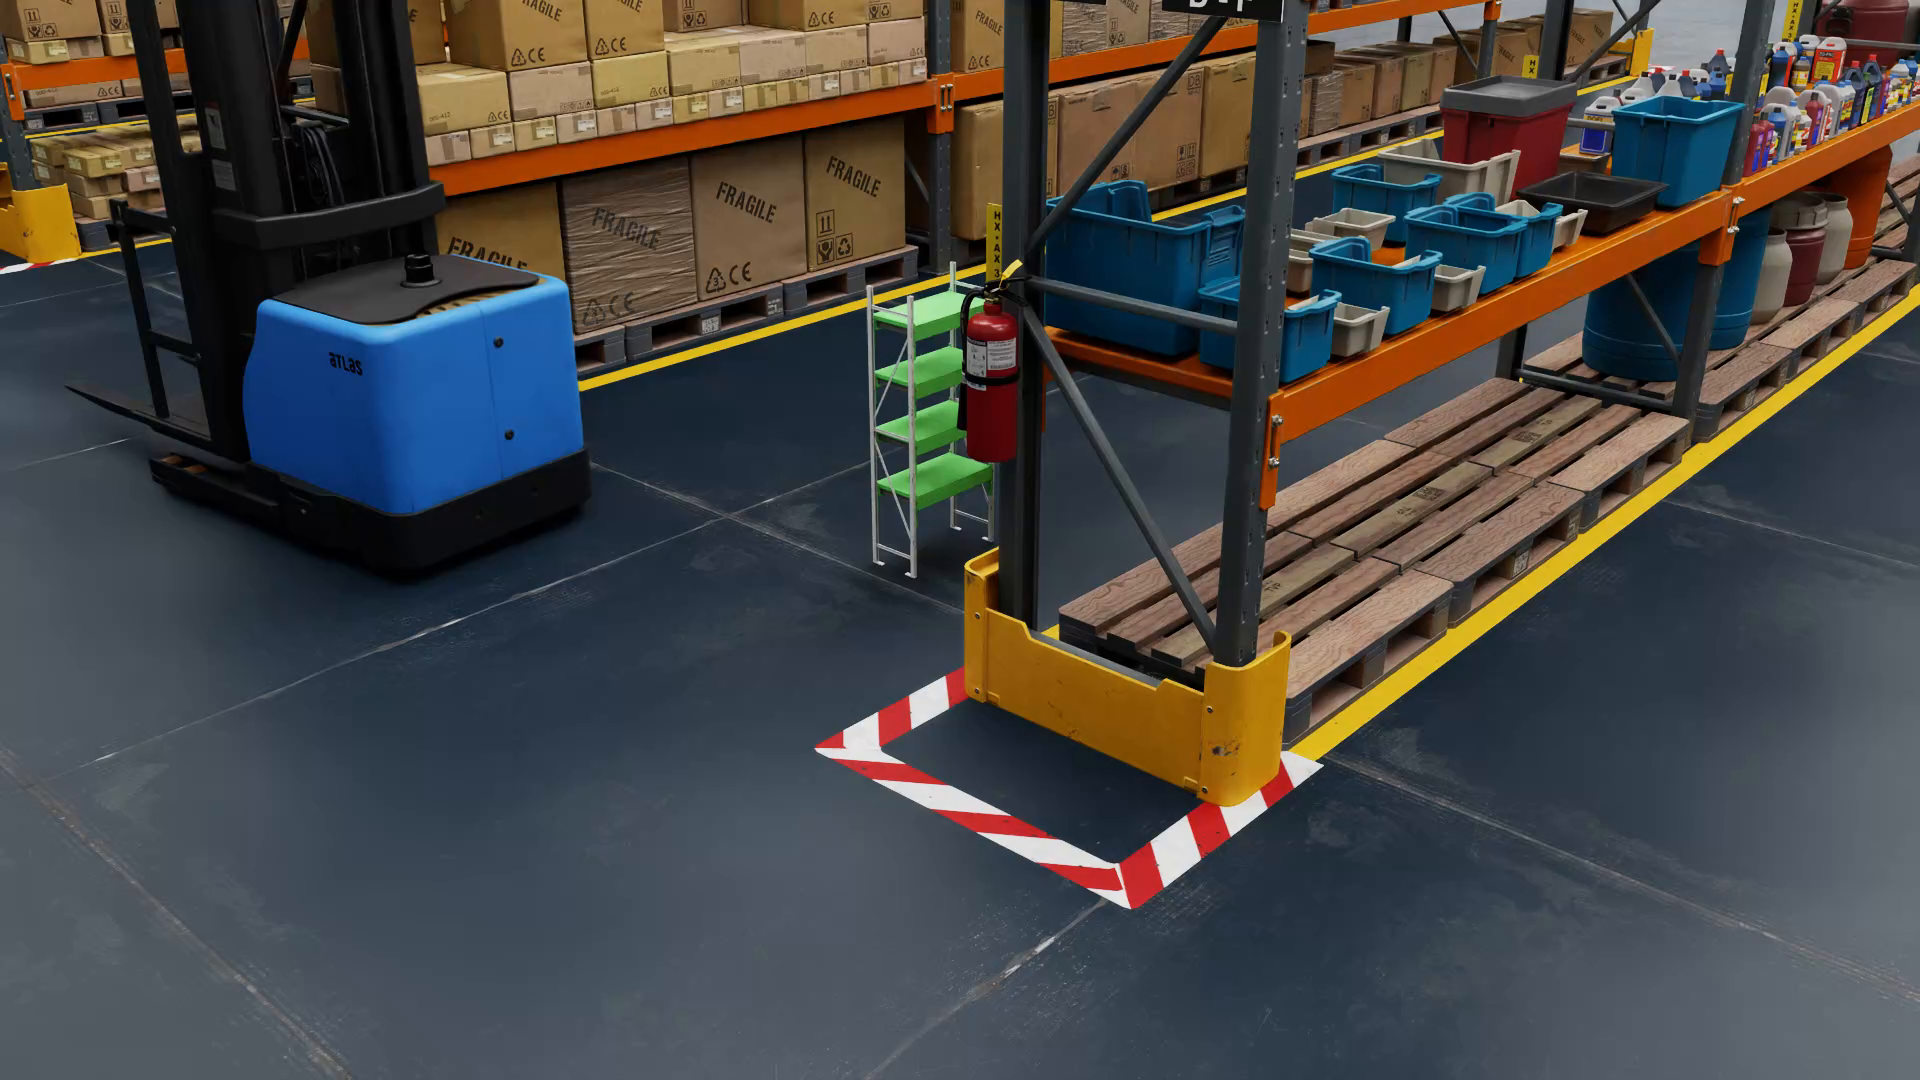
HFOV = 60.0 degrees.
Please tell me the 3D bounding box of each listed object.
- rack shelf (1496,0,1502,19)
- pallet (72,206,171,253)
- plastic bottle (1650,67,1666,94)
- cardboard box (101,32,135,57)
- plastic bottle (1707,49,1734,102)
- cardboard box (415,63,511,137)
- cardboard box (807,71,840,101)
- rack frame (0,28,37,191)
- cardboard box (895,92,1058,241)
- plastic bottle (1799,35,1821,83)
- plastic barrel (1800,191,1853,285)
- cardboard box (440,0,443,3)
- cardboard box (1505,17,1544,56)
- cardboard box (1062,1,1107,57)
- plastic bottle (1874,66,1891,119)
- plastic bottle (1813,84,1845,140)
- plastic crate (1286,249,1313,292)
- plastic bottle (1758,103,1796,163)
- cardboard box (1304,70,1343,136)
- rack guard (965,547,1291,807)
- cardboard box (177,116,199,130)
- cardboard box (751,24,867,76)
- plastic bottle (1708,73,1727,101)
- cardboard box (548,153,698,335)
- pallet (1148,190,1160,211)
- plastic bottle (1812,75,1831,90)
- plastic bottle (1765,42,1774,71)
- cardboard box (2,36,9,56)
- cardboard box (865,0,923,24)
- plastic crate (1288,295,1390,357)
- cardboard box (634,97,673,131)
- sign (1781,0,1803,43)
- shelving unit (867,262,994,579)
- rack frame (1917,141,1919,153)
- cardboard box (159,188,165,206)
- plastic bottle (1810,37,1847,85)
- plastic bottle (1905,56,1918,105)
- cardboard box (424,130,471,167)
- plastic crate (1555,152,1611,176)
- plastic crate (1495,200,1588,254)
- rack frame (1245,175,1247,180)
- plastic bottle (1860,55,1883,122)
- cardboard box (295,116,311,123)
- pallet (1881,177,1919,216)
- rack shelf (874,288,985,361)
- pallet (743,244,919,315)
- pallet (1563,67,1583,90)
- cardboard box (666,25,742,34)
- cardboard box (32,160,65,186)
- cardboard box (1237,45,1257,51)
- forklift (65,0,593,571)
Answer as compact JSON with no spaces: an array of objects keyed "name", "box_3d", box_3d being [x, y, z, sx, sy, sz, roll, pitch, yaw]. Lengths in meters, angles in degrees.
[{"name":"rack shelf","box_3d":[6.201,-6.013,17.873,1.077,0.370,4.000,20,31,38]},{"name":"pallet","box_3d":[-6.149,-2.449,12.455,1.003,0.211,1.213,20,31,38]},{"name":"plastic bottle","box_3d":[3.709,-2.345,8.874,0.144,0.351,0.185,20,31,38]},{"name":"cardboard box","box_3d":[-5.950,-3.511,11.722,0.380,0.149,0.250,19,30,36]},{"name":"plastic bottle","box_3d":[4.321,-2.624,9.497,0.144,0.351,0.185,20,31,38]},{"name":"cardboard box","box_3d":[-2.621,-2.215,8.344,0.500,0.250,0.500,19,30,36]},{"name":"cardboard box","box_3d":[-0.947,-2.762,10.051,0.380,0.149,0.250,21,31,38]},{"name":"rack frame","box_3d":[-6.769,-3.461,11.302,1.000,3.000,0.127,20,31,38]},{"name":"cardboard box","box_3d":[-0.061,-2.717,11.727,1.225,0.875,0.875,20,31,38]},{"name":"plastic bottle","box_3d":[5.356,-3.060,10.561,0.152,0.276,0.135,20,31,38]},{"name":"plastic barrel","box_3d":[5.261,-1.867,10.275,0.421,0.512,0.421,0,24,0]},{"name":"cardboard box","box_3d":[-4.211,-4.636,13.438,0.500,0.500,0.500,20,31,38]},{"name":"cardboard box","box_3d":[6.301,-5.439,18.255,0.500,0.500,0.500,-21,31,-38]},{"name":"cardboard box","box_3d":[0.690,-3.717,11.753,0.500,0.500,0.500,19,31,36]},{"name":"plastic bottle","box_3d":[5.170,-2.519,9.345,0.061,0.283,0.133,20,31,38]},{"name":"plastic bottle","box_3d":[4.581,-2.275,8.809,0.152,0.276,0.135,20,31,38]},{"name":"plastic crate","box_3d":[1.160,-1.012,6.091,0.396,0.136,0.243,20,31,38]},{"name":"plastic bottle","box_3d":[4.052,-2.034,8.271,0.152,0.276,0.135,20,31,38]},{"name":"cardboard box","box_3d":[2.990,-3.955,14.922,0.700,0.500,0.500,17,29,33]},{"name":"rack guard","box_3d":[0.540,0.428,5.684,1.175,0.500,0.348,20,31,38]},{"name":"cardboard box","box_3d":[-5.958,-3.186,12.935,0.380,0.149,0.250,22,32,39]},{"name":"cardboard box","box_3d":[-0.916,-2.997,10.088,0.500,0.250,0.500,21,32,39]},{"name":"plastic bottle","box_3d":[4.168,-2.440,9.182,0.097,0.271,0.097,0,24,0]},{"name":"cardboard box","box_3d":[-2.168,-1.792,9.663,0.875,0.875,0.875,20,31,38]},{"name":"pallet","box_3d":[0.800,-2.651,12.904,1.003,0.211,1.213,20,31,38]},{"name":"plastic bottle","box_3d":[4.701,-2.399,9.092,0.097,0.271,0.097,0,24,0]},{"name":"plastic bottle","box_3d":[4.923,-2.894,10.182,0.061,0.283,0.133,20,31,38]},{"name":"cardboard box","box_3d":[-6.762,-3.523,11.747,0.380,0.149,0.250,20,31,38]},{"name":"cardboard box","box_3d":[-0.581,-3.491,10.272,0.500,0.500,0.500,21,32,39]},{"name":"plastic crate","box_3d":[1.232,-0.691,5.373,0.250,0.136,0.298,20,31,38]},{"name":"cardboard box","box_3d":[-1.803,-2.371,9.180,0.380,0.149,0.250,20,31,37]},{"name":"sign","box_3d":[5.471,-3.383,10.929,0.100,0.325,0.005,20,31,38]},{"name":"shelving unit","box_3d":[-0.110,-0.497,6.892,0.258,1.200,0.503,20,31,38]},{"name":"rack frame","box_3d":[8.555,-4.379,13.351,1.000,3.000,0.127,20,31,38]},{"name":"cardboard box","box_3d":[-5.906,-2.603,12.361,0.380,0.149,0.250,21,31,38]},{"name":"plastic bottle","box_3d":[5.469,-3.019,10.468,0.152,0.276,0.135,20,31,38]},{"name":"plastic bottle","box_3d":[5.558,-2.702,9.768,0.097,0.271,0.097,0,24,0]},{"name":"cardboard box","box_3d":[-2.660,-1.979,8.304,0.380,0.149,0.250,21,31,38]},{"name":"plastic crate","box_3d":[2.799,-1.746,7.727,0.396,0.136,0.243,20,31,38]},{"name":"plastic crate","box_3d":[2.277,-1.236,6.590,0.293,0.136,0.466,20,31,38]},{"name":"rack frame","box_3d":[2.197,-4.513,13.649,1.000,3.000,0.127,20,31,38]},{"name":"plastic bottle","box_3d":[5.033,-2.513,9.249,0.144,0.351,0.185,20,31,38]},{"name":"cardboard box","box_3d":[-5.206,-3.199,12.962,0.380,0.149,0.250,20,31,38]},{"name":"pallet","box_3d":[7.245,-2.483,12.531,1.003,0.211,1.213,20,31,38]},{"name":"rack shelf","box_3d":[-0.110,-0.877,6.722,0.258,0.148,0.480,20,31,38]},{"name":"pallet","box_3d":[-1.039,-1.811,11.032,1.003,0.211,1.213,20,31,38]},{"name":"pallet","box_3d":[6.102,-5.047,18.248,1.003,0.211,1.213,20,31,38]},{"name":"cardboard box","box_3d":[-1.659,-2.980,10.051,0.500,0.250,0.500,21,32,39]},{"name":"cardboard box","box_3d":[-6.629,-2.726,12.271,0.380,0.149,0.250,19,30,36]},{"name":"cardboard box","box_3d":[2.622,-4.128,14.390,0.500,0.250,0.500,22,32,40]},{"name":"forklift","box_3d":[-3.151,-1.673,7.400,3.031,2.935,1.130,17,29,33]}]
